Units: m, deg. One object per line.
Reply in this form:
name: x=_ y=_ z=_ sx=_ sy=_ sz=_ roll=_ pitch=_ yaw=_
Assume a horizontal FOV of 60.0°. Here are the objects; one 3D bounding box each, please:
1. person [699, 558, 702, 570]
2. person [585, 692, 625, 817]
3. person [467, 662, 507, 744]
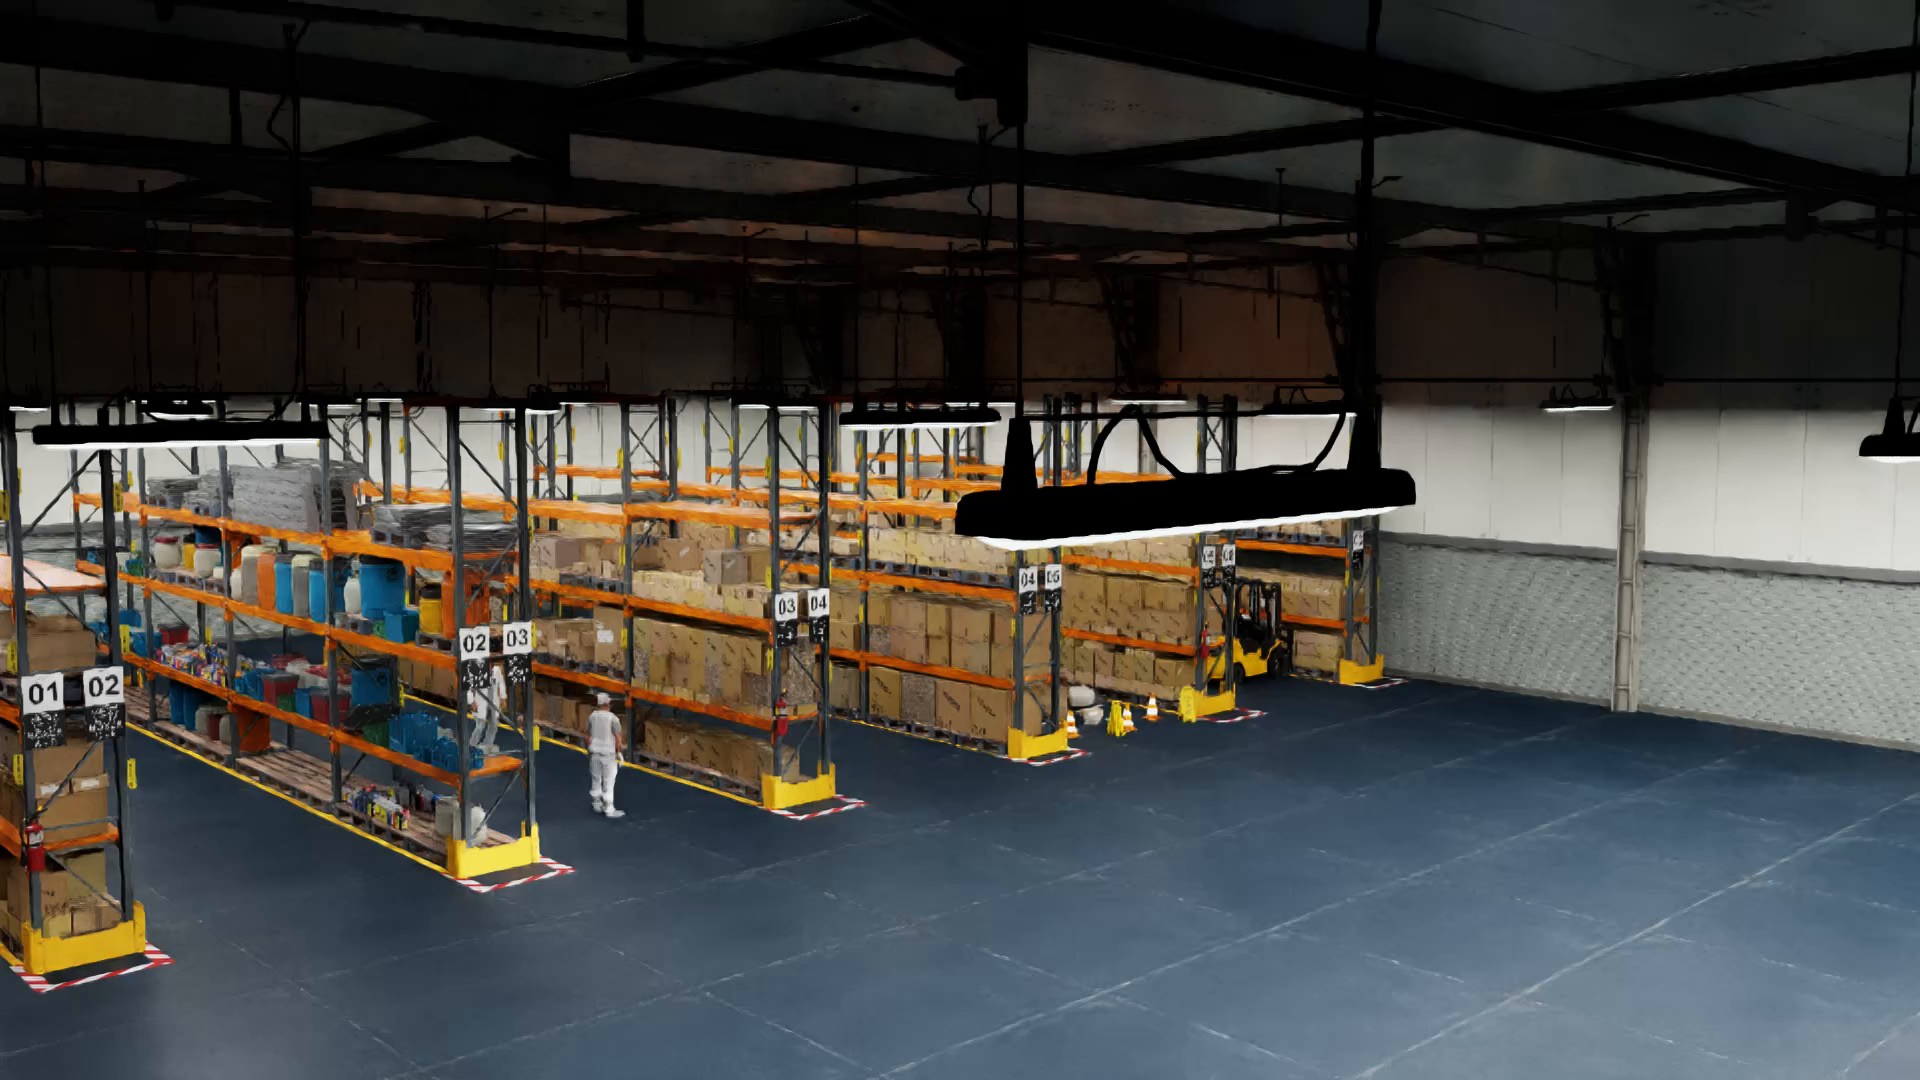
person: x=-7.163 y=0.988 z=46.351 sx=0.595 sy=1.757 sz=0.595 roll=0 pitch=6 yaw=3
person: x=-5.150 y=3.091 z=24.136 sx=0.625 sy=1.787 sz=0.468 roll=2 pitch=6 yaw=19
person: x=-8.038 y=2.756 z=28.128 sx=0.723 sy=1.732 sz=0.541 roll=-5 pitch=8 yaw=-44
